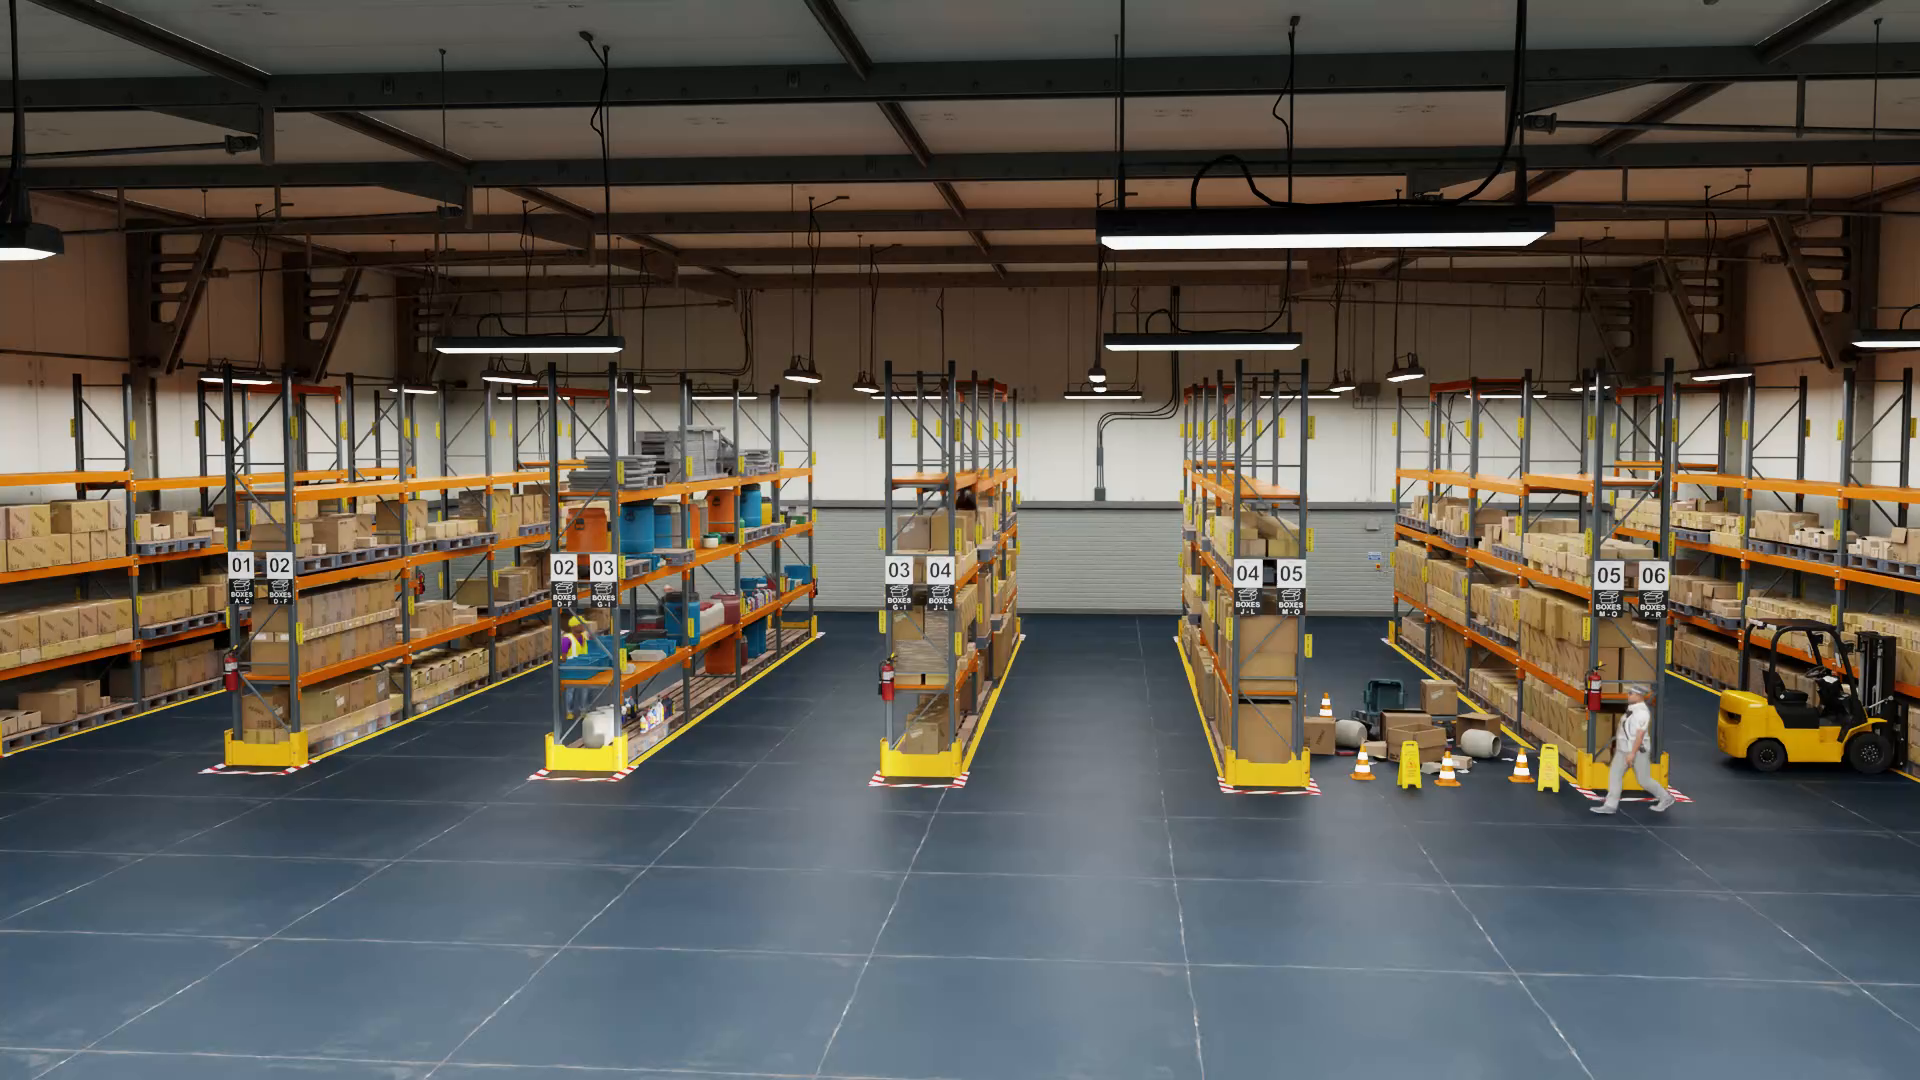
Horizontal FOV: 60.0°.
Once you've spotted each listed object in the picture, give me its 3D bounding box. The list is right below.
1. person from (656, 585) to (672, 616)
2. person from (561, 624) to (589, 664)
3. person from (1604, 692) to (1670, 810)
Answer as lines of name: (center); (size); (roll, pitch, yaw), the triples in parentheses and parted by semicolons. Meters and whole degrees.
person: (-6.285, 1.482, 35.852); (0.628, 1.019, 0.385); (2, 4, 26)
person: (-6.642, 1.883, 28.867); (0.615, 1.033, 0.371); (-2, 4, -32)
person: (8.816, 2.751, 21.581); (0.787, 1.558, 0.508); (-1, 4, -13)
